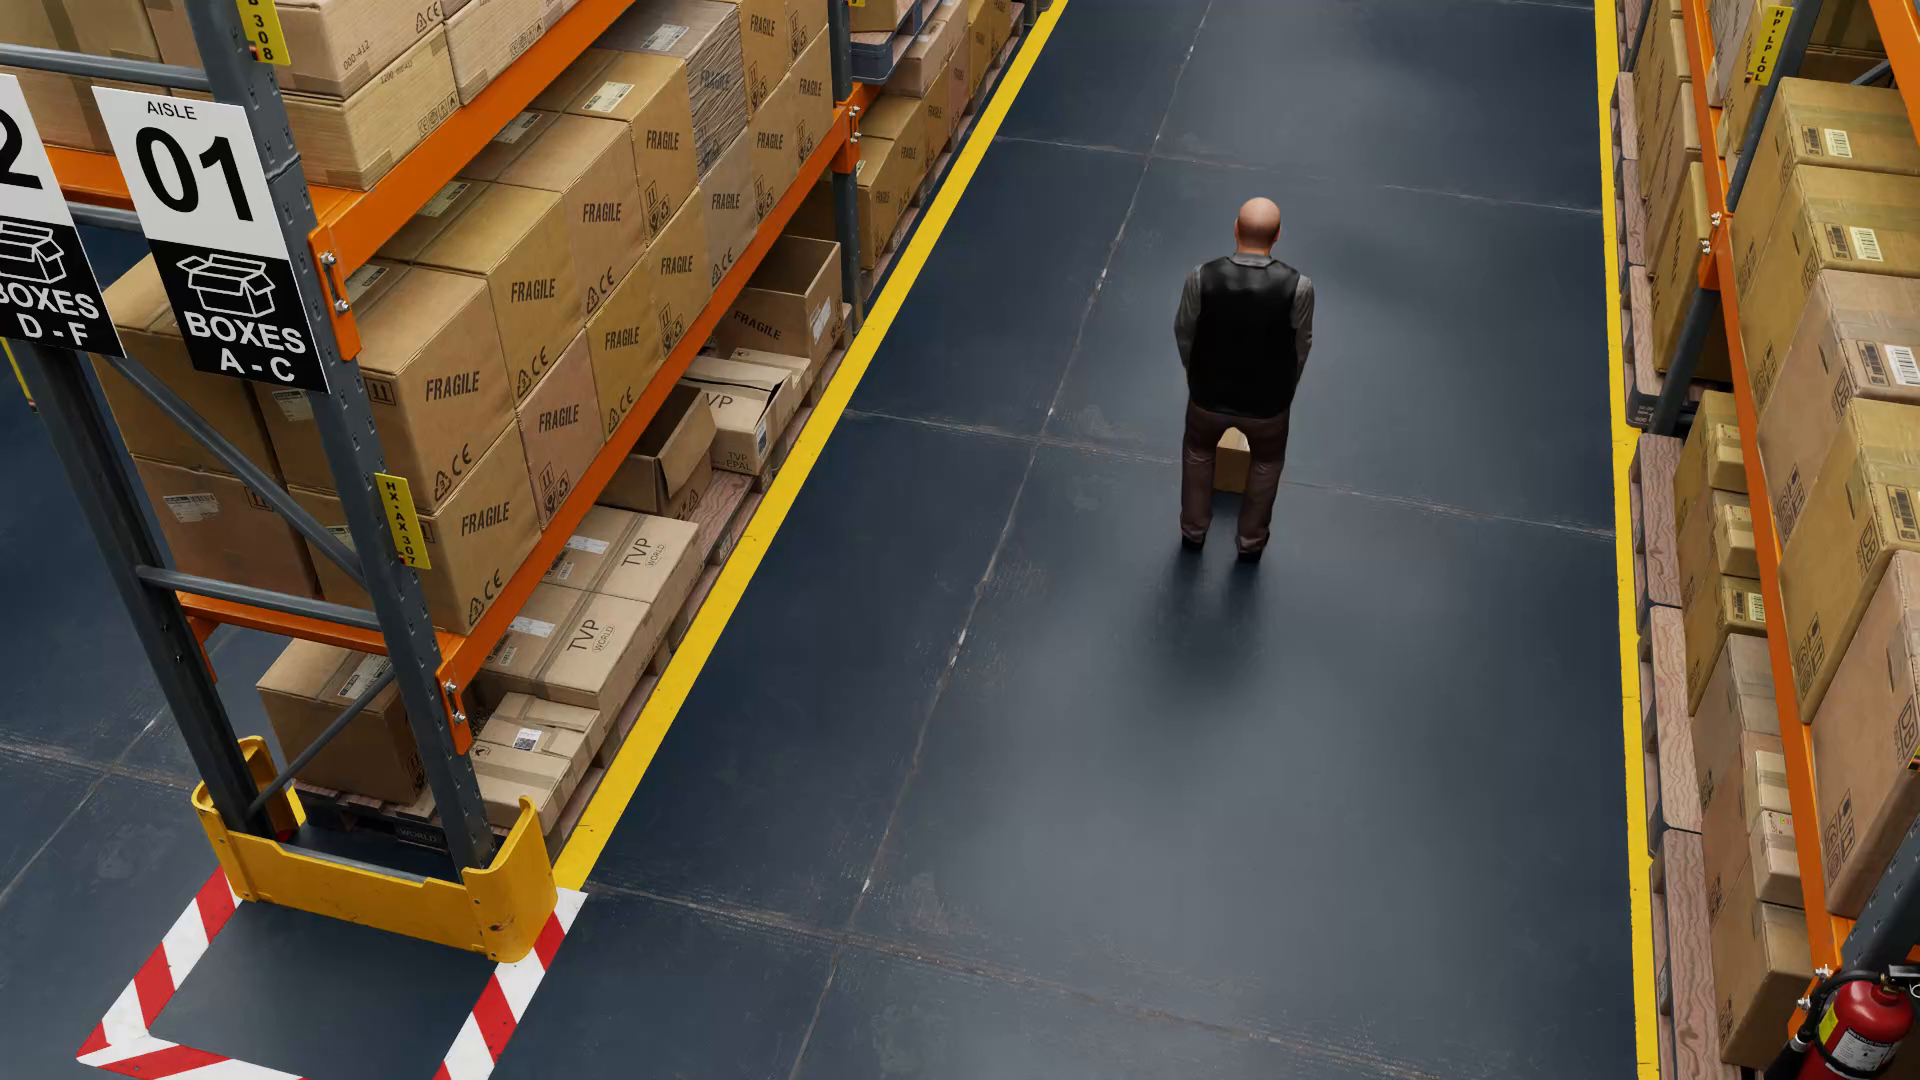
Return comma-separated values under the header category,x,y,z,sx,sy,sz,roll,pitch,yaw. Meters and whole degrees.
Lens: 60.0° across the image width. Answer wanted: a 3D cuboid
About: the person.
category,x,y,z,sx,sy,sz,roll,pitch,yaw
person,1.153,-0.633,6.970,0.563,1.656,0.420,11,42,12
